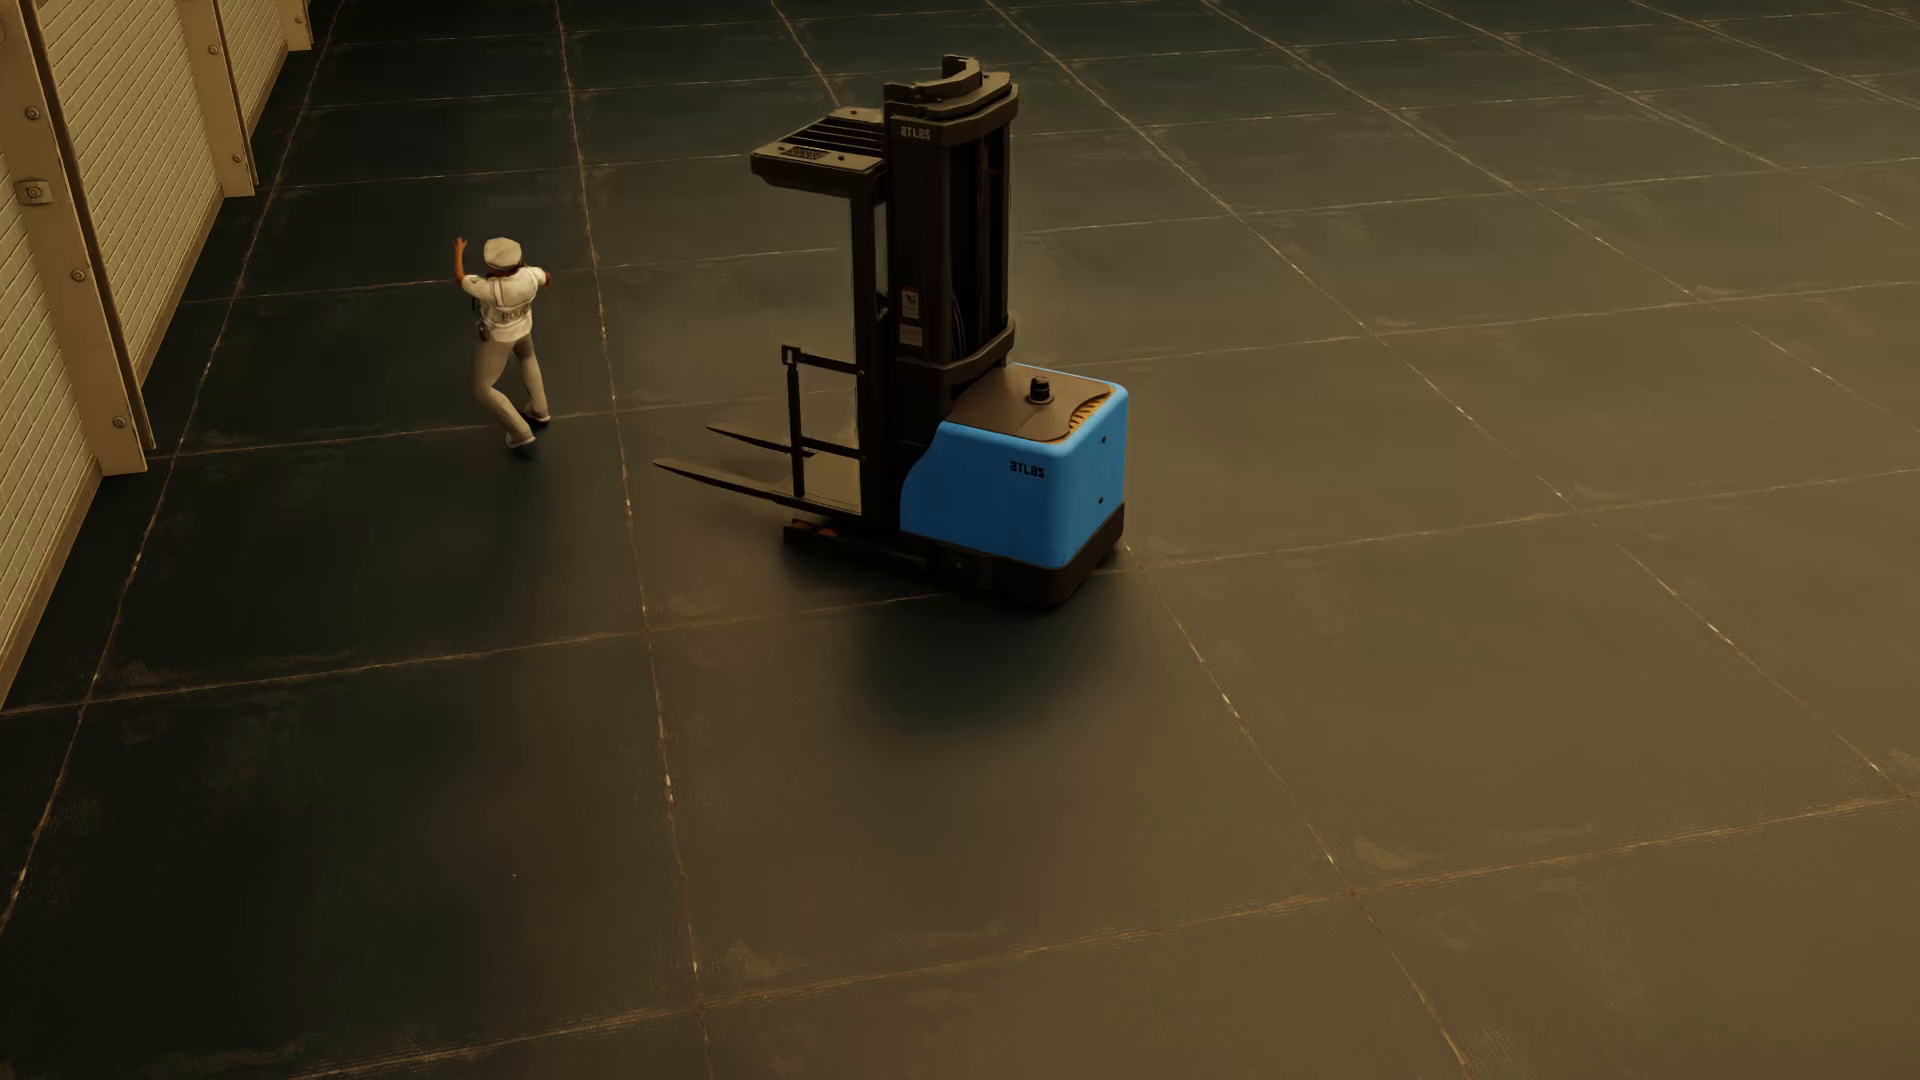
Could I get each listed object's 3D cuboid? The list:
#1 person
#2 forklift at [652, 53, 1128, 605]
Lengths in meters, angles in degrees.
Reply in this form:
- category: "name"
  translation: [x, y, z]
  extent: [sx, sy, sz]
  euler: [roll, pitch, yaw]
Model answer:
- category: "person"
  translation: [-3.098, -1.488, 11.565]
  extent: [0.767, 1.488, 0.926]
  euler: [15, 33, 24]
- category: "forklift"
  translation: [-0.530, -1.391, 9.977]
  extent: [3.031, 2.935, 1.130]
  euler: [14, 33, 23]
